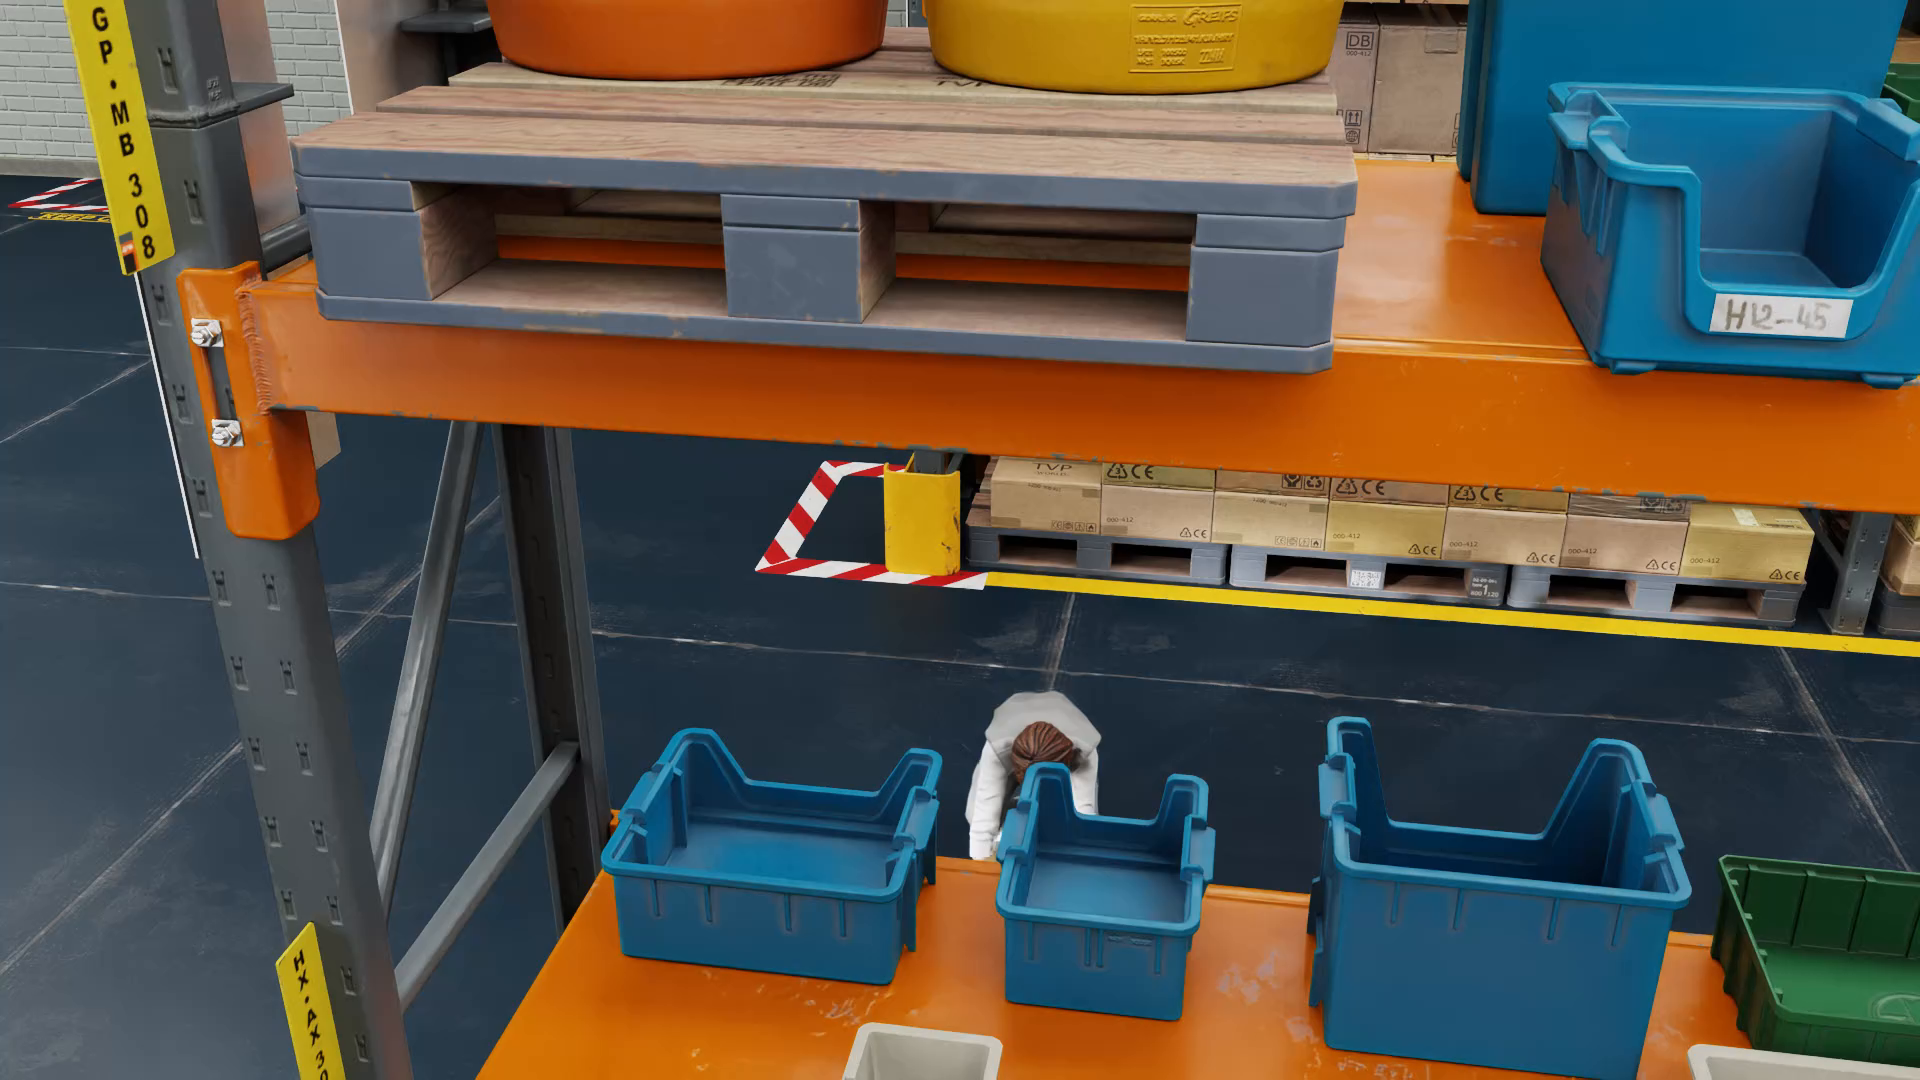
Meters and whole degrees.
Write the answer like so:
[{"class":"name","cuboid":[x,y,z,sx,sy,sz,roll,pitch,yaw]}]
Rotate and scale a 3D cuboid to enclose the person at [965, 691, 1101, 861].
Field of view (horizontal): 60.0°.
[{"class":"person","cuboid":[0.249,0.792,5.431,0.436,0.762,0.806,4,26,9]}]
